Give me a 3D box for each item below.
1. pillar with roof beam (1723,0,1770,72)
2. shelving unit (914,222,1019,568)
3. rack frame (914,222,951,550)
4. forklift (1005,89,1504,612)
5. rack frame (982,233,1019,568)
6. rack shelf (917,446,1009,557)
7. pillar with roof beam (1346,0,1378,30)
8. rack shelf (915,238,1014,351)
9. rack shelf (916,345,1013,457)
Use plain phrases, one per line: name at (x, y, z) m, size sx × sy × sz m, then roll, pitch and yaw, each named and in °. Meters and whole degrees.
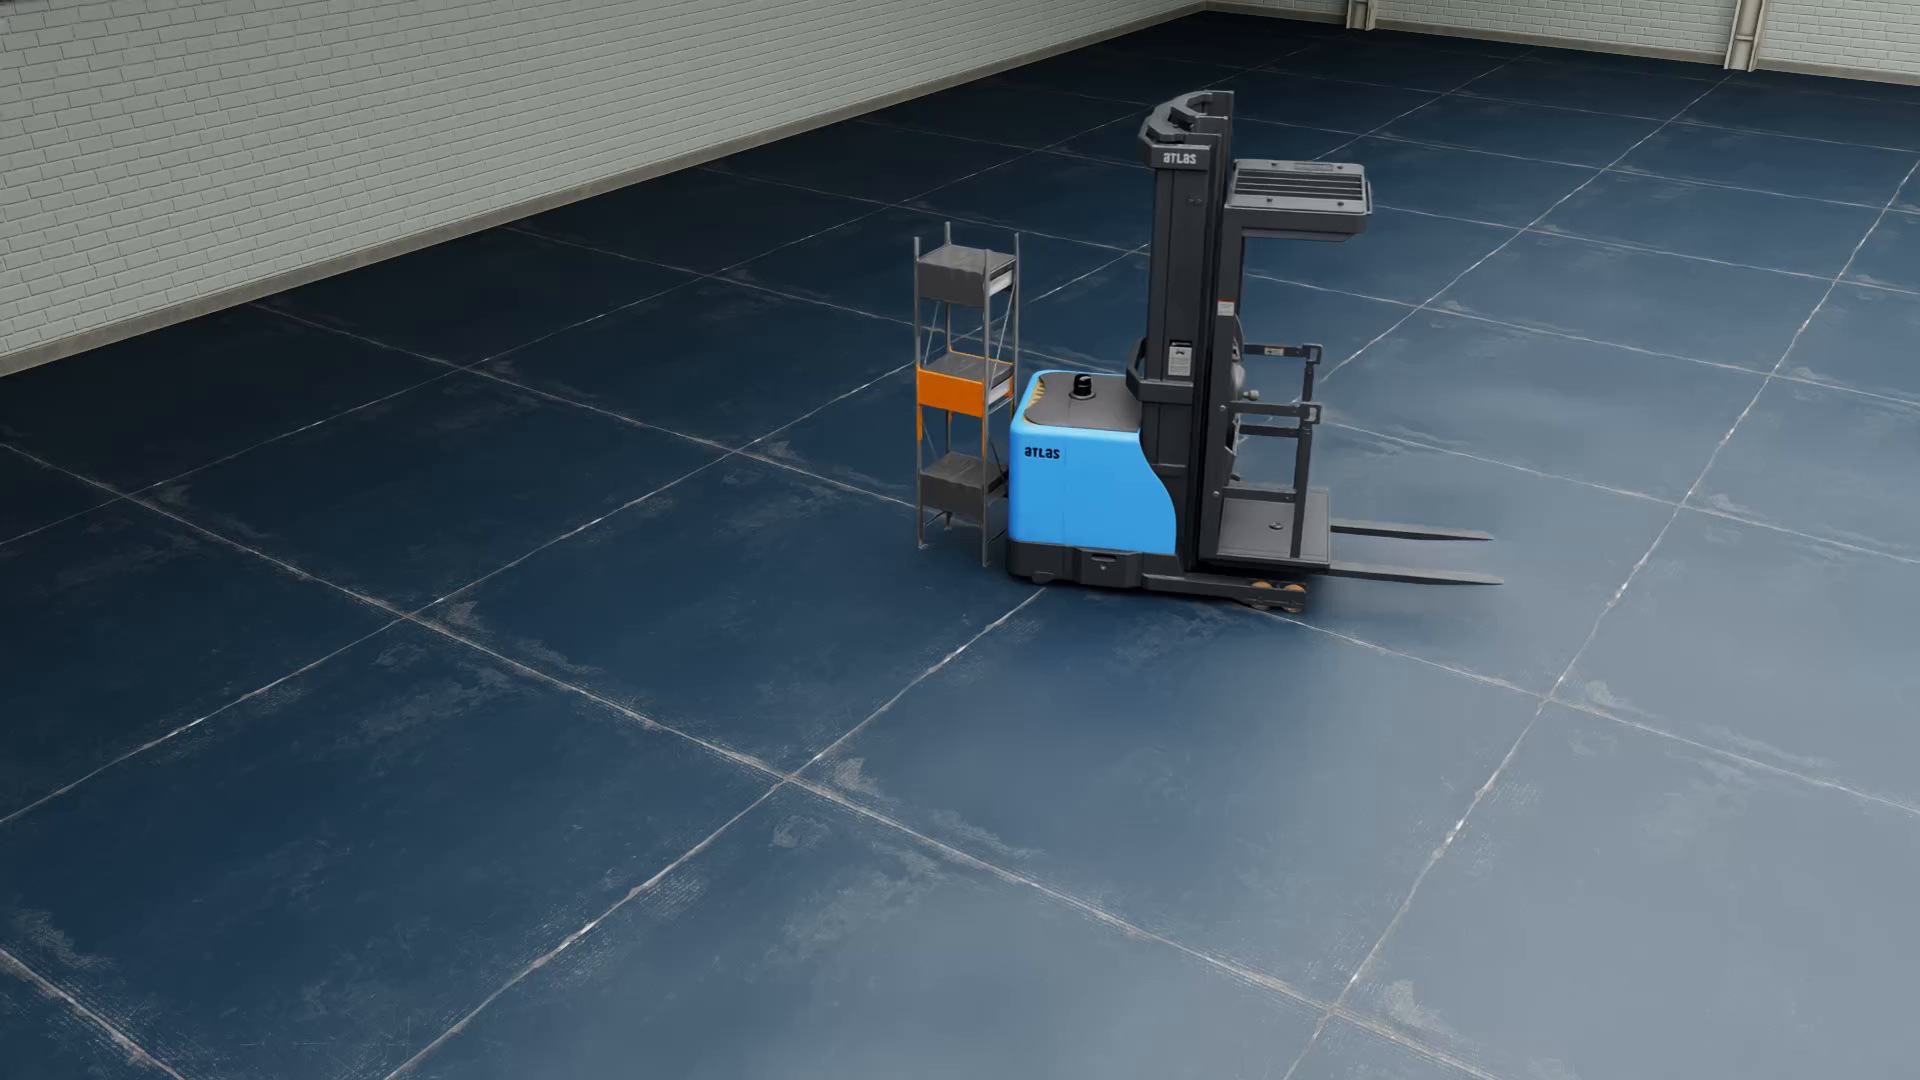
pillar with roof beam at (9.231, -9.458, 19.687) m, size 0.400 × 9.000 × 9.100 m, roll 17°, pitch 32°, yaw 30°
shelving unit at (0.041, -0.891, 10.460) m, size 0.503 × 2.100 × 0.431 m, roll 15°, pitch 30°, yaw 27°
rack frame at (-0.170, -0.947, 10.570) m, size 0.015 × 2.100 × 0.400 m, roll 15°, pitch 30°, yaw 27°
forklift at (1.856, -1.128, 10.008) m, size 3.031 × 2.935 × 1.130 m, roll 5°, pitch 27°, yaw 10°
rack frame at (0.252, -0.836, 10.351) m, size 0.015 × 2.100 × 0.400 m, roll 15°, pitch 30°, yaw 27°
rack shelf at (0.041, -0.255, 10.784) m, size 0.480 × 0.518 × 0.431 m, roll 15°, pitch 30°, yaw 27°
pillar with roof beam at (4.286, -10.999, 22.715) m, size 0.400 × 9.000 × 9.100 m, roll 17°, pitch 32°, yaw 30°
rack shelf at (0.041, -1.503, 10.149) m, size 0.480 × 0.518 × 0.431 m, roll 15°, pitch 30°, yaw 27°
rack shelf at (0.041, -0.879, 10.466) m, size 0.480 × 0.518 × 0.431 m, roll 15°, pitch 30°, yaw 27°
